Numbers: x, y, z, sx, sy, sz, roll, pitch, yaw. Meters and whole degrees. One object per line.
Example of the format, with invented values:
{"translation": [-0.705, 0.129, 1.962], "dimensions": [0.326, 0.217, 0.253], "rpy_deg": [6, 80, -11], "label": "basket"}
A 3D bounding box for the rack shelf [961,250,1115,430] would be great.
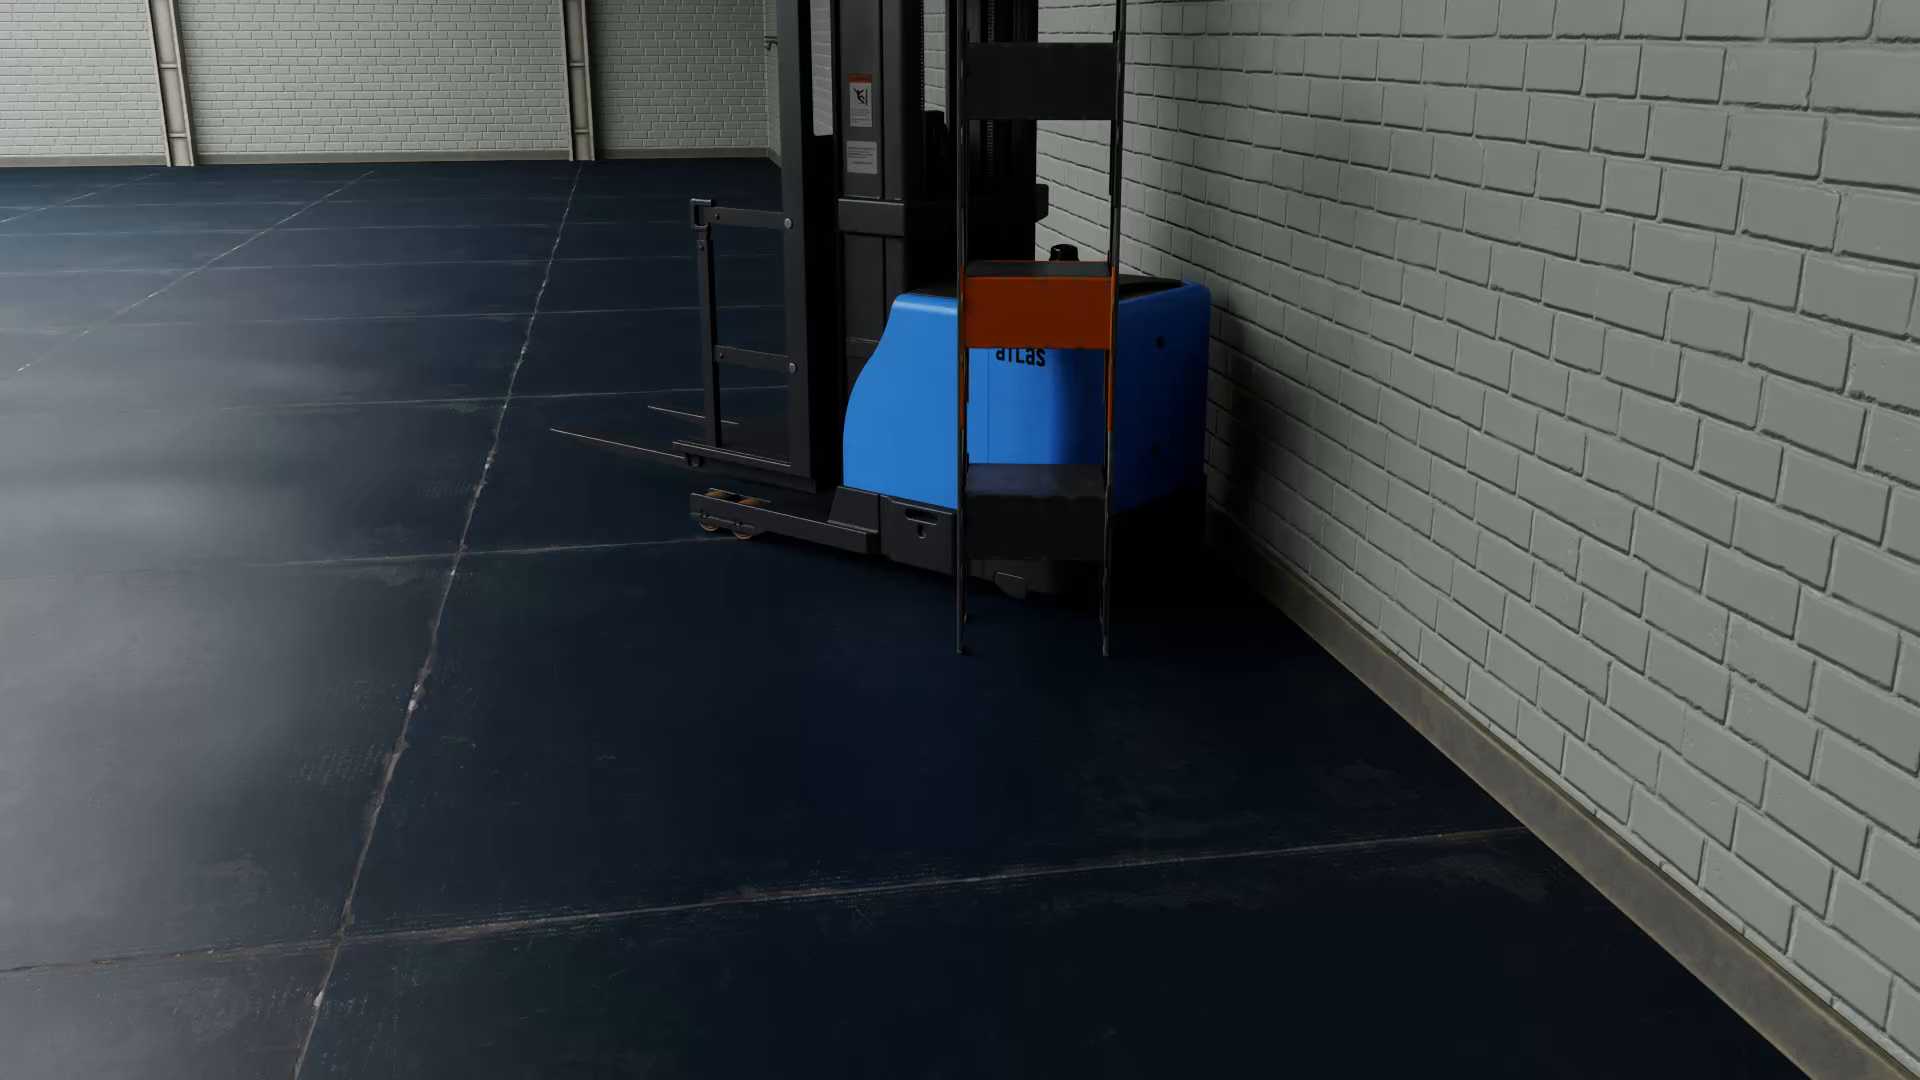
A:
{"translation": [0.252, -0.661, 5.434], "dimensions": [0.480, 0.518, 0.431], "rpy_deg": [1, 17, 3], "label": "rack shelf"}

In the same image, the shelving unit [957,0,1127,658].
{"translation": [0.252, -0.674, 5.430], "dimensions": [0.503, 2.100, 0.431], "rpy_deg": [1, 17, 3], "label": "shelving unit"}

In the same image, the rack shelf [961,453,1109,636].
{"translation": [0.252, 0.008, 5.639], "dimensions": [0.480, 0.518, 0.431], "rpy_deg": [1, 17, 3], "label": "rack shelf"}

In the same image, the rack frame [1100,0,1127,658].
{"translation": [0.496, -0.671, 5.419], "dimensions": [0.015, 2.100, 0.400], "rpy_deg": [1, 17, 3], "label": "rack frame"}

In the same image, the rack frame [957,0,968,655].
{"translation": [0.008, -0.677, 5.440], "dimensions": [0.015, 2.100, 0.400], "rpy_deg": [1, 17, 3], "label": "rack frame"}

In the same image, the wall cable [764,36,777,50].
{"translation": [-2.902, -8.691, 25.071], "dimensions": [0.112, 2.526, 3.097], "rpy_deg": [-3, 17, -10], "label": "wall cable"}

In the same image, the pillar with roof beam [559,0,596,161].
{"translation": [-5.229, -9.152, 21.281], "dimensions": [0.400, 9.000, 9.100], "rpy_deg": [-3, 17, -10], "label": "pillar with roof beam"}

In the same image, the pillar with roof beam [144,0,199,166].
{"translation": [-11.120, -8.818, 20.193], "dimensions": [0.400, 9.000, 9.100], "rpy_deg": [-3, 17, -10], "label": "pillar with roof beam"}

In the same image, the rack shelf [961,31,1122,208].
{"translation": [0.252, -1.330, 5.228], "dimensions": [0.480, 0.518, 0.431], "rpy_deg": [1, 17, 3], "label": "rack shelf"}

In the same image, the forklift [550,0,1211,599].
{"translation": [-0.502, -1.513, 6.746], "dimensions": [3.031, 2.935, 1.130], "rpy_deg": [13, 21, 35], "label": "forklift"}
